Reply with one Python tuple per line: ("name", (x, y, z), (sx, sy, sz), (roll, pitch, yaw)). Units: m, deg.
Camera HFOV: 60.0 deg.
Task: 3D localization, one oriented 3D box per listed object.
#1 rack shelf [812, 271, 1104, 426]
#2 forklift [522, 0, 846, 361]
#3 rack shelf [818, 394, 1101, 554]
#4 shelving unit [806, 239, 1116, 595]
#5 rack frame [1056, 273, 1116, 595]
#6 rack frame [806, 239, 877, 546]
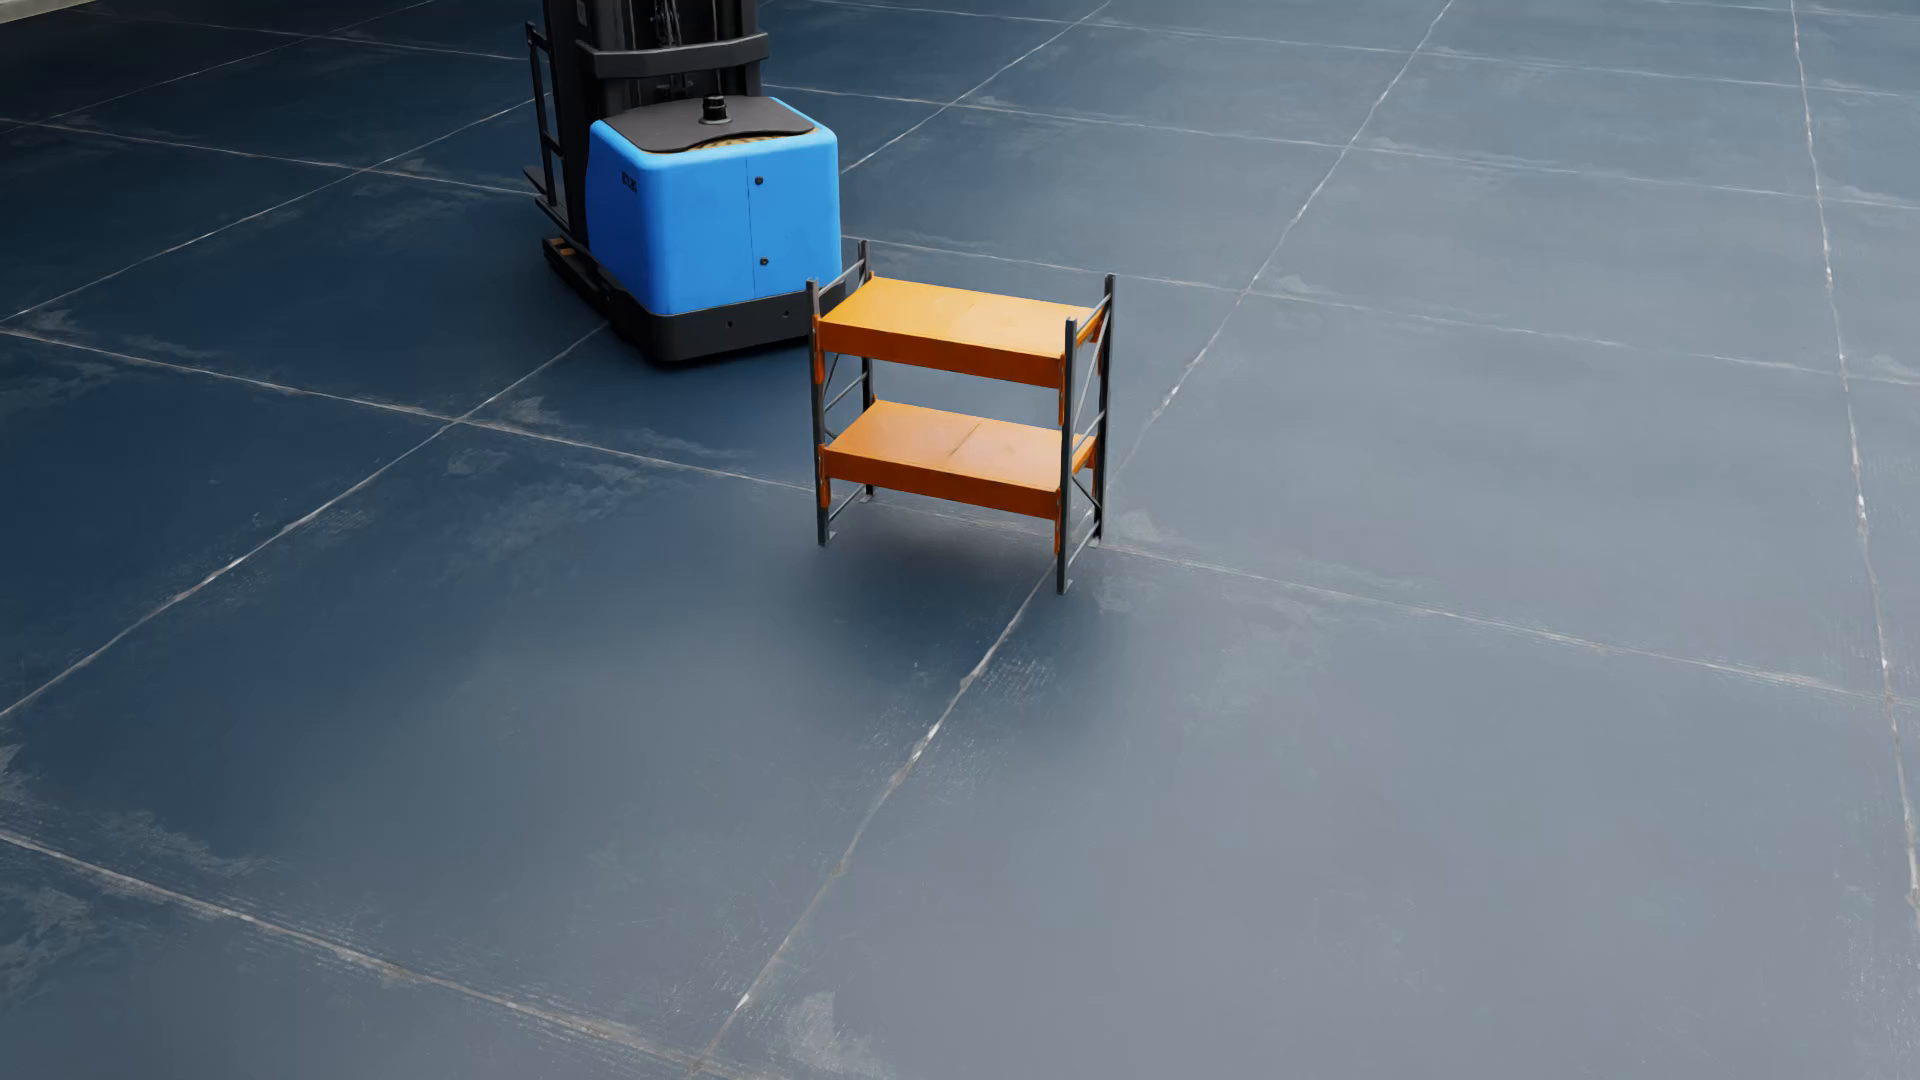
("rack shelf", (0.006, -0.743, 6.327), (1.000, 0.278, 0.538), (11, 31, 19))
("forklift", (-1.728, -2.847, 8.808), (1.130, 2.935, 3.031), (-15, 33, -24))
("rack shelf", (0.006, -0.276, 6.591), (1.000, 0.278, 0.538), (11, 31, 19))
("shelving unit", (0.006, -0.488, 6.471), (1.048, 1.125, 0.538), (11, 31, 19))
("rack frame", (0.477, -0.394, 6.305), (0.032, 1.125, 0.500), (11, 31, 19))
("rack frame", (-0.465, -0.582, 6.637), (0.032, 1.125, 0.500), (11, 31, 19))
